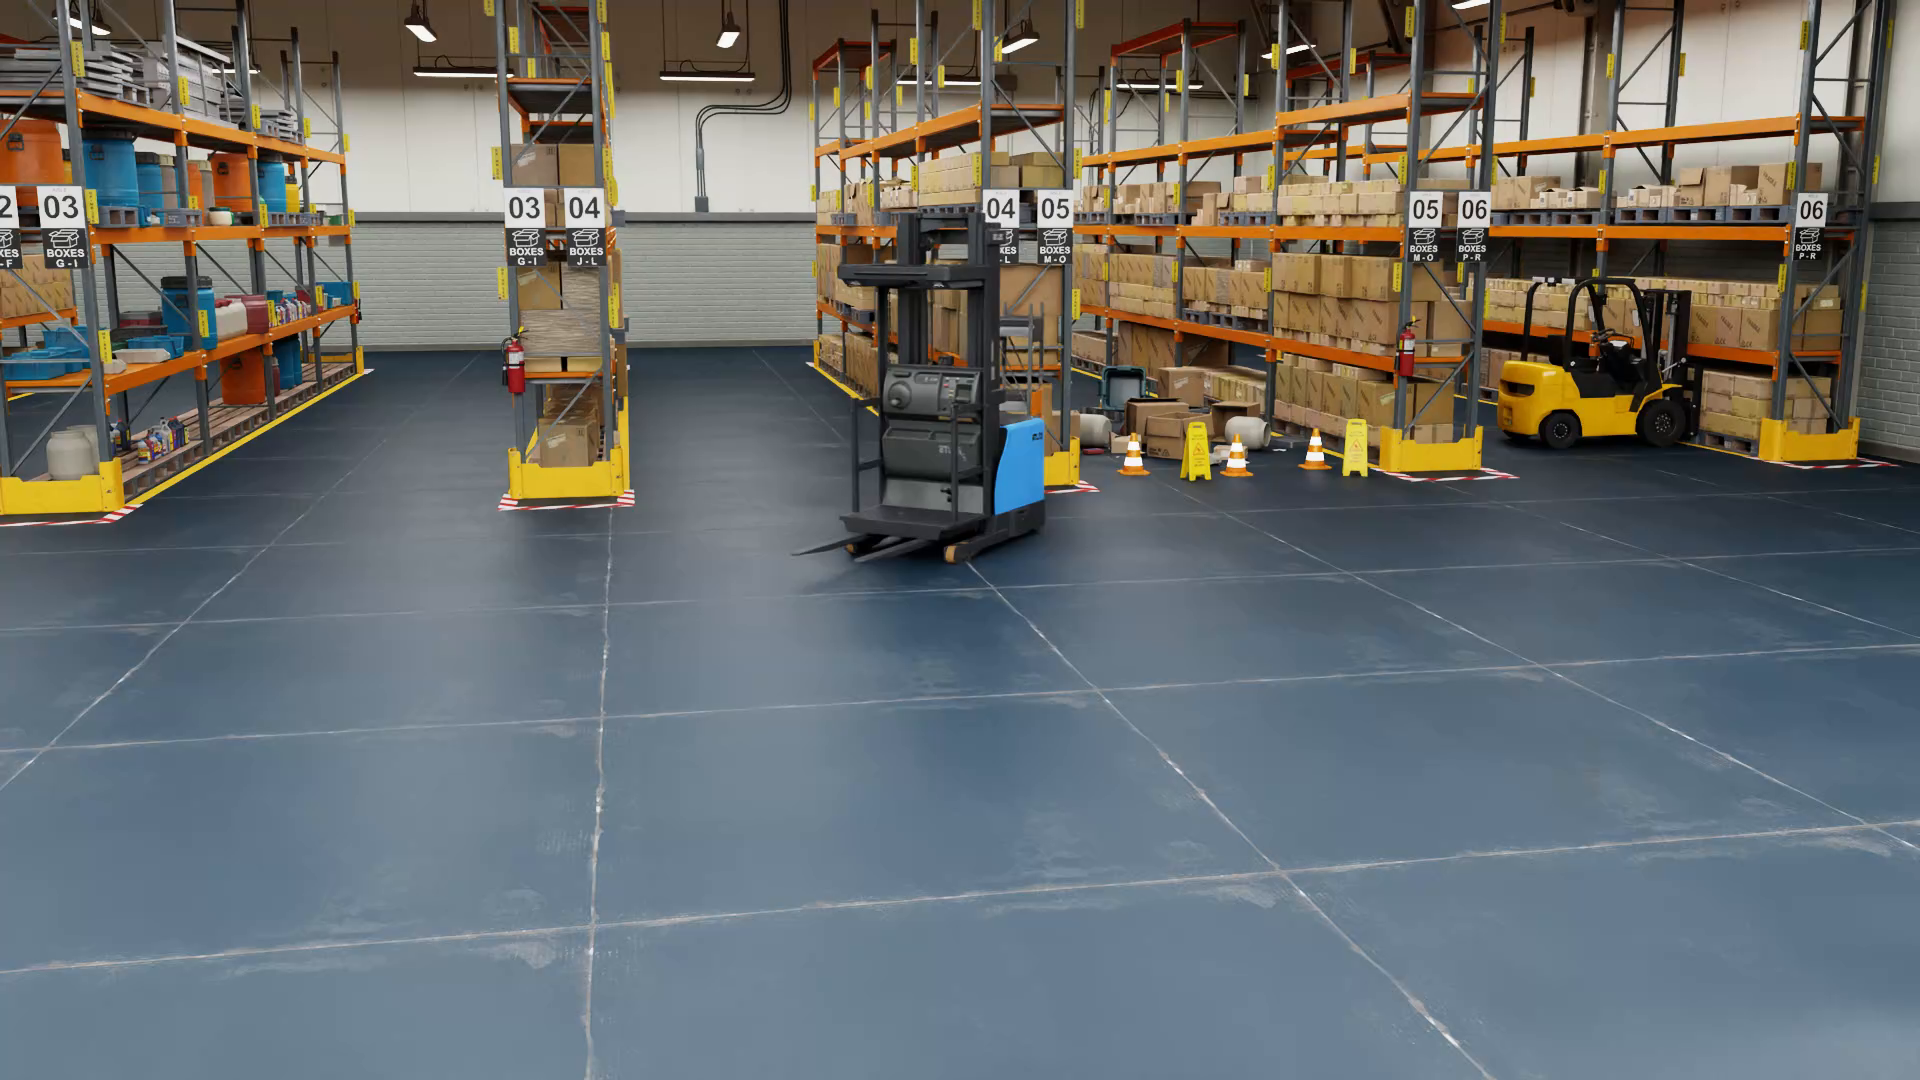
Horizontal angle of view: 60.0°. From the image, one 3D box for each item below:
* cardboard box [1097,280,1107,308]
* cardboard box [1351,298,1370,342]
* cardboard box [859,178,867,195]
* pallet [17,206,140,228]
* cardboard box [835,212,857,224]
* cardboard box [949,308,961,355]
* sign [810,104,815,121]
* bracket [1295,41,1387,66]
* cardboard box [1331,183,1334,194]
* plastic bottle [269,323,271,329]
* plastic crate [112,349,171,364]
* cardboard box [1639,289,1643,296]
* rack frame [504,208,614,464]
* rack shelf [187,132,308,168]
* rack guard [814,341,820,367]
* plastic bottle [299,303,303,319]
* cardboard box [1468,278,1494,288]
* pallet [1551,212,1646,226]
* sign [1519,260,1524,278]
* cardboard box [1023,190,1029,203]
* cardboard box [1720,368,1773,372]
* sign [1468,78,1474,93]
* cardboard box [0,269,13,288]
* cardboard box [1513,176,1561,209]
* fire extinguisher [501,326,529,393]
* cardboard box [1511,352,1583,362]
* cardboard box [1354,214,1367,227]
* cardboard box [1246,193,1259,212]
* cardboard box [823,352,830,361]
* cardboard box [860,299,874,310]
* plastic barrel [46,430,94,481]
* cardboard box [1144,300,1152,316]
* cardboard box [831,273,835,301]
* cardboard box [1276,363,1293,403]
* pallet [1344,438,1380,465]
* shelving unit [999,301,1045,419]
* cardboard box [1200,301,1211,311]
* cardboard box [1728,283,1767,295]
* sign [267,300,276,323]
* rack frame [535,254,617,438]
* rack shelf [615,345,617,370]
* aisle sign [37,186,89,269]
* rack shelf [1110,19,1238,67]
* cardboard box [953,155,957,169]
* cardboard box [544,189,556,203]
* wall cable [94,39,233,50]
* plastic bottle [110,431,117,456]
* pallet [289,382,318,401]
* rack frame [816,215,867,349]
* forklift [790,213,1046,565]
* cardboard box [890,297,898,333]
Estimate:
[{"bbox_3d":[2.883,-4.627,31.216,0.500,0.500,0.500,-2,11,-10],"label":"cardboard box"},{"bbox_3d":[5.089,-2.678,20.181,0.500,0.500,0.500,-2,11,-11],"label":"cardboard box"},{"bbox_3d":[-1.438,-5.768,27.144,0.396,0.266,0.258,-2,11,-11],"label":"cardboard box"},{"bbox_3d":[-9.087,-3.297,16.977,1.003,0.211,1.213,-2,11,-11],"label":"pallet"},{"bbox_3d":[-1.973,-5.784,29.939,0.500,0.250,0.500,-2,11,-10],"label":"cardboard box"},{"bbox_3d":[0.347,-2.546,20.148,0.875,0.550,0.500,-2,11,-11],"label":"cardboard box"},{"bbox_3d":[-2.922,-8.462,32.879,0.100,0.325,0.005,-2,11,-11],"label":"sign"},{"bbox_3d":[7.910,-10.095,34.540,0.076,0.066,4.783,-2,11,-11],"label":"bracket"},{"bbox_3d":[4.904,-4.425,20.939,0.380,0.149,0.250,-2,11,-10],"label":"cardboard box"},{"bbox_3d":[-10.359,-3.262,24.841,0.097,0.201,0.097,0,11,0],"label":"plastic bottle"},{"bbox_3d":[-9.235,-2.076,18.787,0.530,0.136,0.437,-2,11,-11],"label":"plastic crate"},{"bbox_3d":[9.557,-3.374,22.896,0.380,0.149,0.250,-2,11,-10],"label":"cardboard box"},{"bbox_3d":[-4.163,-1.941,17.371,1.000,3.000,0.127,-2,11,-11],"label":"rack frame"},{"bbox_3d":[-10.967,-5.992,25.604,1.077,0.370,4.000,-2,11,-11],"label":"rack shelf"},{"bbox_3d":[-2.375,-3.795,33.799,1.175,0.500,0.348,-2,11,-11],"label":"rack guard"},{"bbox_3d":[-10.891,-3.773,27.329,0.152,0.276,0.135,-2,11,-11],"label":"plastic bottle"},{"bbox_3d":[8.643,-4.248,27.492,0.380,0.149,0.250,-2,11,-9],"label":"cardboard box"},{"bbox_3d":[9.463,-4.757,24.655,0.805,0.209,1.217,-3,11,-13],"label":"pallet"},{"bbox_3d":[9.414,-4.539,27.926,0.100,0.325,0.005,-2,11,-11],"label":"sign"},{"bbox_3d":[0.919,-3.829,18.553,0.380,0.149,0.250,-2,11,-10],"label":"cardboard box"},{"bbox_3d":[10.330,-2.108,21.805,0.500,0.250,0.500,-2,11,-11],"label":"cardboard box"},{"bbox_3d":[8.339,-7.373,27.156,0.100,0.325,0.005,-2,11,-11],"label":"sign"},{"bbox_3d":[-16.031,-4.419,27.450,0.500,0.500,0.500,-2,11,-10],"label":"cardboard box"},{"bbox_3d":[8.970,-5.399,25.861,0.500,0.500,0.500,-2,11,-10],"label":"cardboard box"},{"bbox_3d":[-4.593,-1.865,17.180,0.296,0.674,0.183,-2,11,-11],"label":"fire extinguisher"},{"bbox_3d":[9.244,-2.631,26.227,0.875,0.625,0.625,-3,11,-13],"label":"cardboard box"},{"bbox_3d":[5.036,-3.894,20.282,0.380,0.149,0.250,-2,11,-11],"label":"cardboard box"},{"bbox_3d":[4.430,-4.836,23.837,0.500,0.250,0.500,-2,11,-10],"label":"cardboard box"},{"bbox_3d":[-2.474,-3.594,32.558,0.380,0.149,0.250,-2,11,-10],"label":"cardboard box"},{"bbox_3d":[-1.381,-3.727,26.302,0.380,0.149,0.250,-2,11,-10],"label":"cardboard box"},{"bbox_3d":[-9.225,-0.863,17.237,0.421,0.512,0.421,0,11,0],"label":"plastic barrel"},{"bbox_3d":[3.452,-3.964,28.402,0.500,0.250,0.500,-2,11,-12],"label":"cardboard box"},{"bbox_3d":[-2.083,-4.672,30.660,0.500,0.500,0.500,-2,11,-13],"label":"cardboard box"},{"bbox_3d":[4.629,-2.141,22.646,0.500,0.500,0.500,-2,11,-8],"label":"cardboard box"},{"bbox_3d":[5.419,-1.096,20.388,1.003,0.211,1.213,-2,11,-11],"label":"pallet"},{"bbox_3d":[0.538,-1.224,15.980,0.431,2.100,0.503,4,11,15],"label":"shelving unit"},{"bbox_3d":[3.946,-3.629,25.788,0.380,0.149,0.250,-2,11,-11],"label":"cardboard box"},{"bbox_3d":[10.018,-3.194,21.156,0.380,0.149,0.250,-2,11,-11],"label":"cardboard box"},{"bbox_3d":[-10.039,-3.329,24.230,0.100,0.325,0.005,-2,11,-11],"label":"sign"},{"bbox_3d":[-4.941,-2.674,21.225,1.000,3.000,0.127,-2,11,-11],"label":"rack frame"},{"bbox_3d":[-5.330,-2.688,23.220,1.077,0.370,4.000,-2,11,-11],"label":"rack shelf"},{"bbox_3d":[-8.720,-3.035,16.168,0.394,0.787,0.004,-2,11,-11],"label":"aisle sign"},{"bbox_3d":[3.613,-8.362,28.096,1.077,0.370,4.000,-2,11,-11],"label":"rack shelf"},{"bbox_3d":[0.127,-4.335,19.079,0.380,0.149,0.250,-2,11,-11],"label":"cardboard box"},{"bbox_3d":[-4.459,-3.628,17.548,0.380,0.149,0.250,-2,11,-13],"label":"cardboard box"},{"bbox_3d":[-16.912,-11.733,35.408,3.097,2.526,0.112,-2,11,-11],"label":"wall cable"},{"bbox_3d":[-9.790,-1.107,19.096,0.152,0.276,0.135,-2,11,-11],"label":"plastic bottle"},{"bbox_3d":[-11.246,-2.449,27.497,1.003,0.211,1.213,-2,11,-11],"label":"pallet"},{"bbox_3d":[-2.390,-5.037,33.639,1.000,3.000,0.127,-2,11,-11],"label":"rack frame"},{"bbox_3d":[-0.351,-1.325,14.321,1.130,2.935,3.031,6,12,28],"label":"forklift"},{"bbox_3d":[-0.718,-3.250,23.980,0.500,0.500,0.500,-2,11,-12],"label":"cardboard box"}]
